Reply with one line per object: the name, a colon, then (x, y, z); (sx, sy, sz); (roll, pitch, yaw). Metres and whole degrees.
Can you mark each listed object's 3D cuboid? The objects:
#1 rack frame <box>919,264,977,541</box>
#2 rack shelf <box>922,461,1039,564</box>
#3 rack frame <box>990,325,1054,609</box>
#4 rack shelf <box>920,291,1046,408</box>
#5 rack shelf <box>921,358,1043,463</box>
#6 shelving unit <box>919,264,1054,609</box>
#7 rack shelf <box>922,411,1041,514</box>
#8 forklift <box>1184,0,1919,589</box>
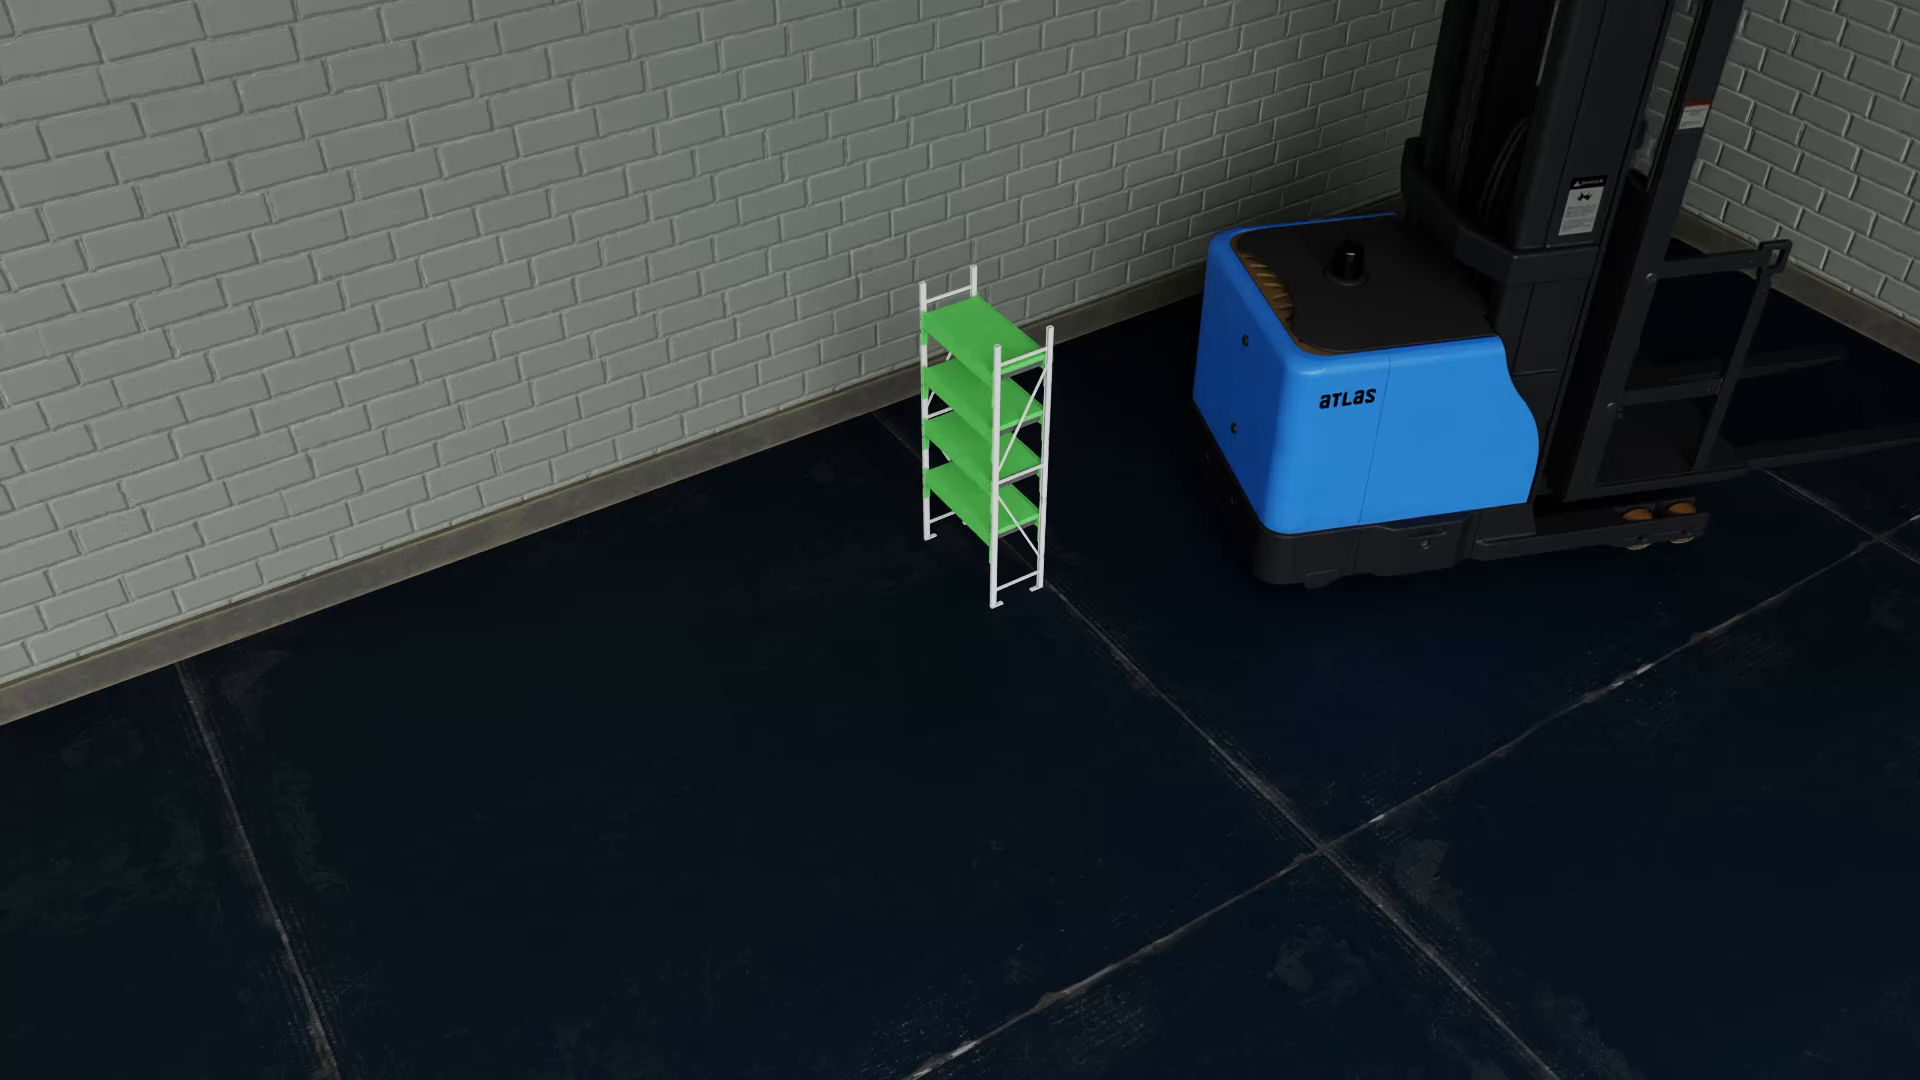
rack frame: (-0.042, -0.503, 6.417); (0.240, 1.200, 0.015); (-22, 45, -24)
rack shelf: (0.089, -0.138, 6.453); (0.258, 0.148, 0.480); (-22, 45, -24)
rack frame: (0.220, -0.240, 6.101); (0.240, 1.200, 0.015); (-22, 45, -24)
rack shelf: (0.089, -0.691, 5.992); (0.258, 0.148, 0.480); (-22, 45, -24)
rack shelf: (0.089, -0.507, 6.146); (0.258, 0.148, 0.480); (-22, 45, -24)
shelving unit: (0.089, -0.372, 6.259); (0.258, 1.200, 0.503); (-22, 45, -24)
rack shelf: (0.089, -0.323, 6.300); (0.258, 0.148, 0.480); (-22, 45, -24)
forklift: (2.533, -1.411, 6.154); (3.031, 2.935, 1.130); (-8, 40, -9)
